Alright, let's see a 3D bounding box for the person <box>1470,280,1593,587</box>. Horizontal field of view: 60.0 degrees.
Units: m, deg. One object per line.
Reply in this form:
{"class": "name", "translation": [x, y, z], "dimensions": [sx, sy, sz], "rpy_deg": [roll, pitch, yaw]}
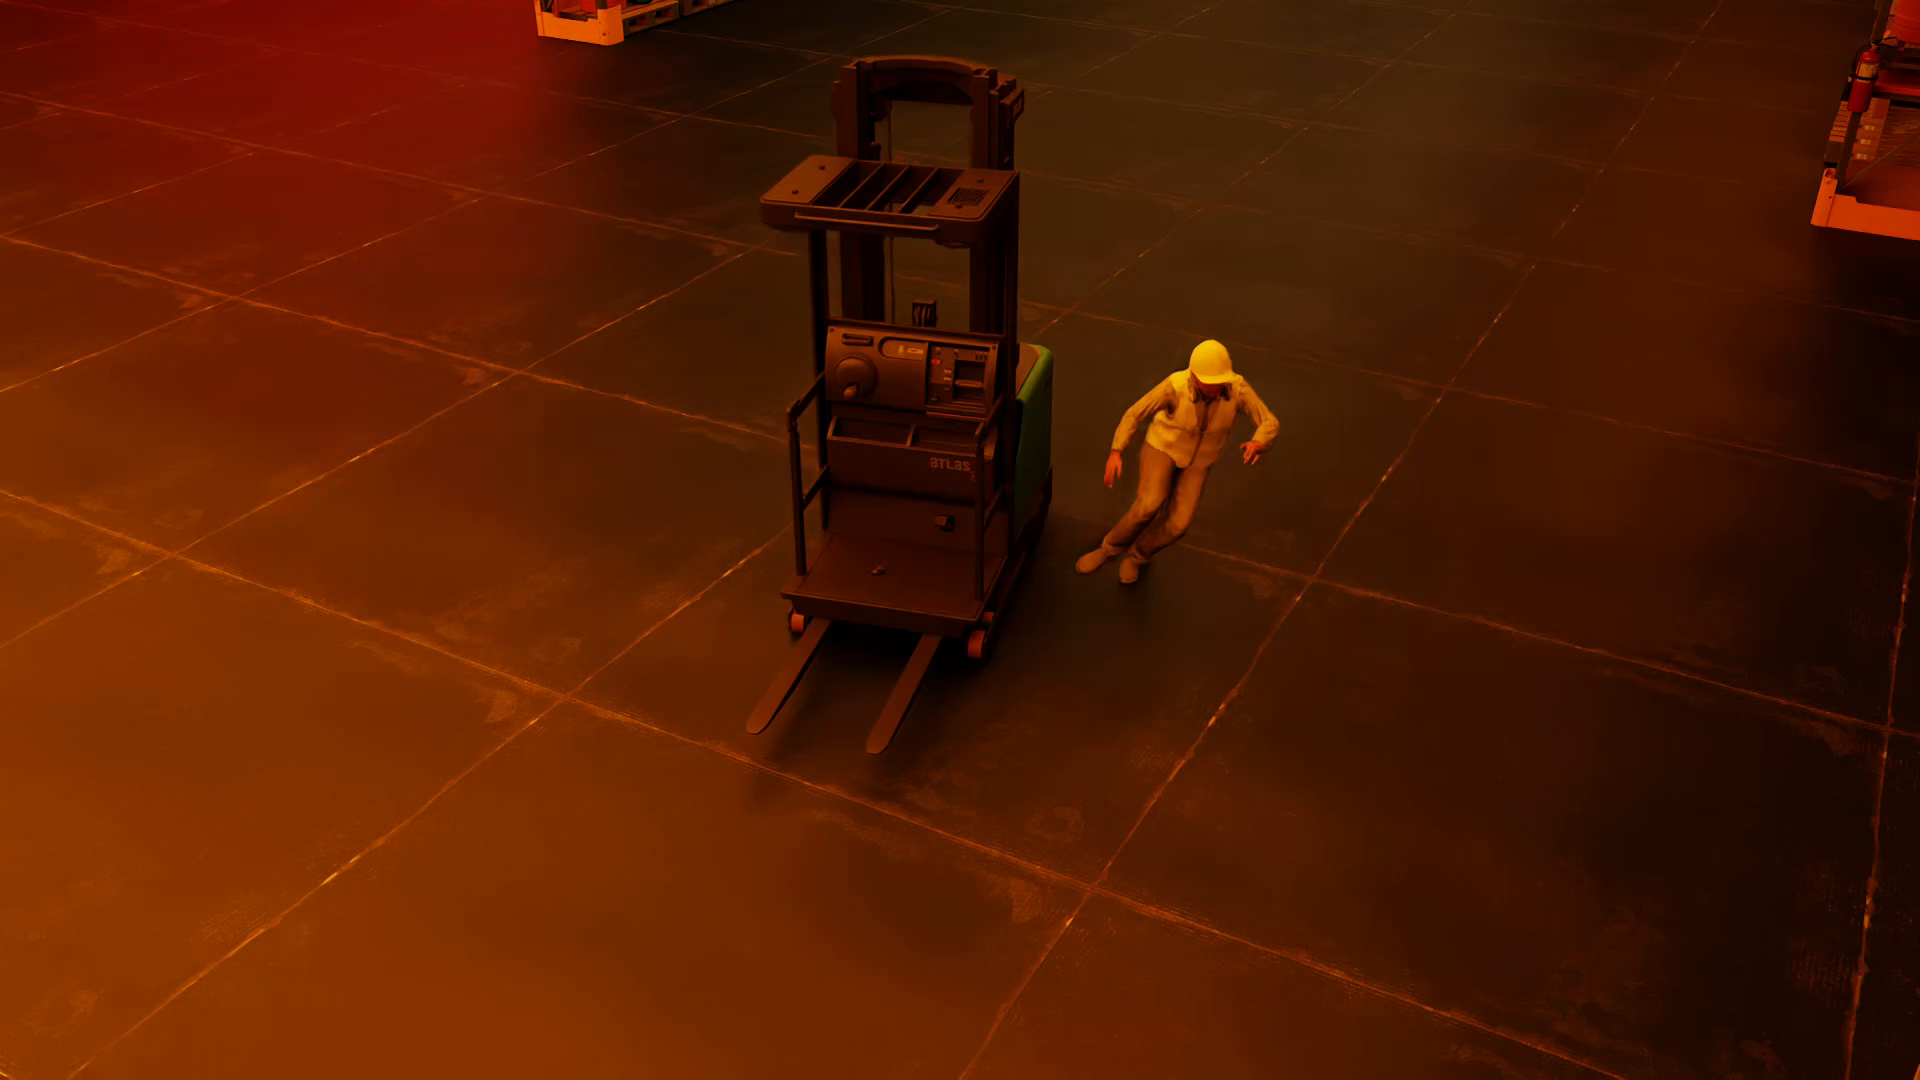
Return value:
{"class": "person", "translation": [3.180, -0.584, 9.243], "dimensions": [0.591, 1.777, 0.392], "rpy_deg": [-2, 30, -3]}

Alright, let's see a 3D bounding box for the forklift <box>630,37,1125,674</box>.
{"class": "forklift", "translation": [-0.433, -1.050, 8.891], "dimensions": [3.031, 2.935, 1.130], "rpy_deg": [-26, 39, -37]}
